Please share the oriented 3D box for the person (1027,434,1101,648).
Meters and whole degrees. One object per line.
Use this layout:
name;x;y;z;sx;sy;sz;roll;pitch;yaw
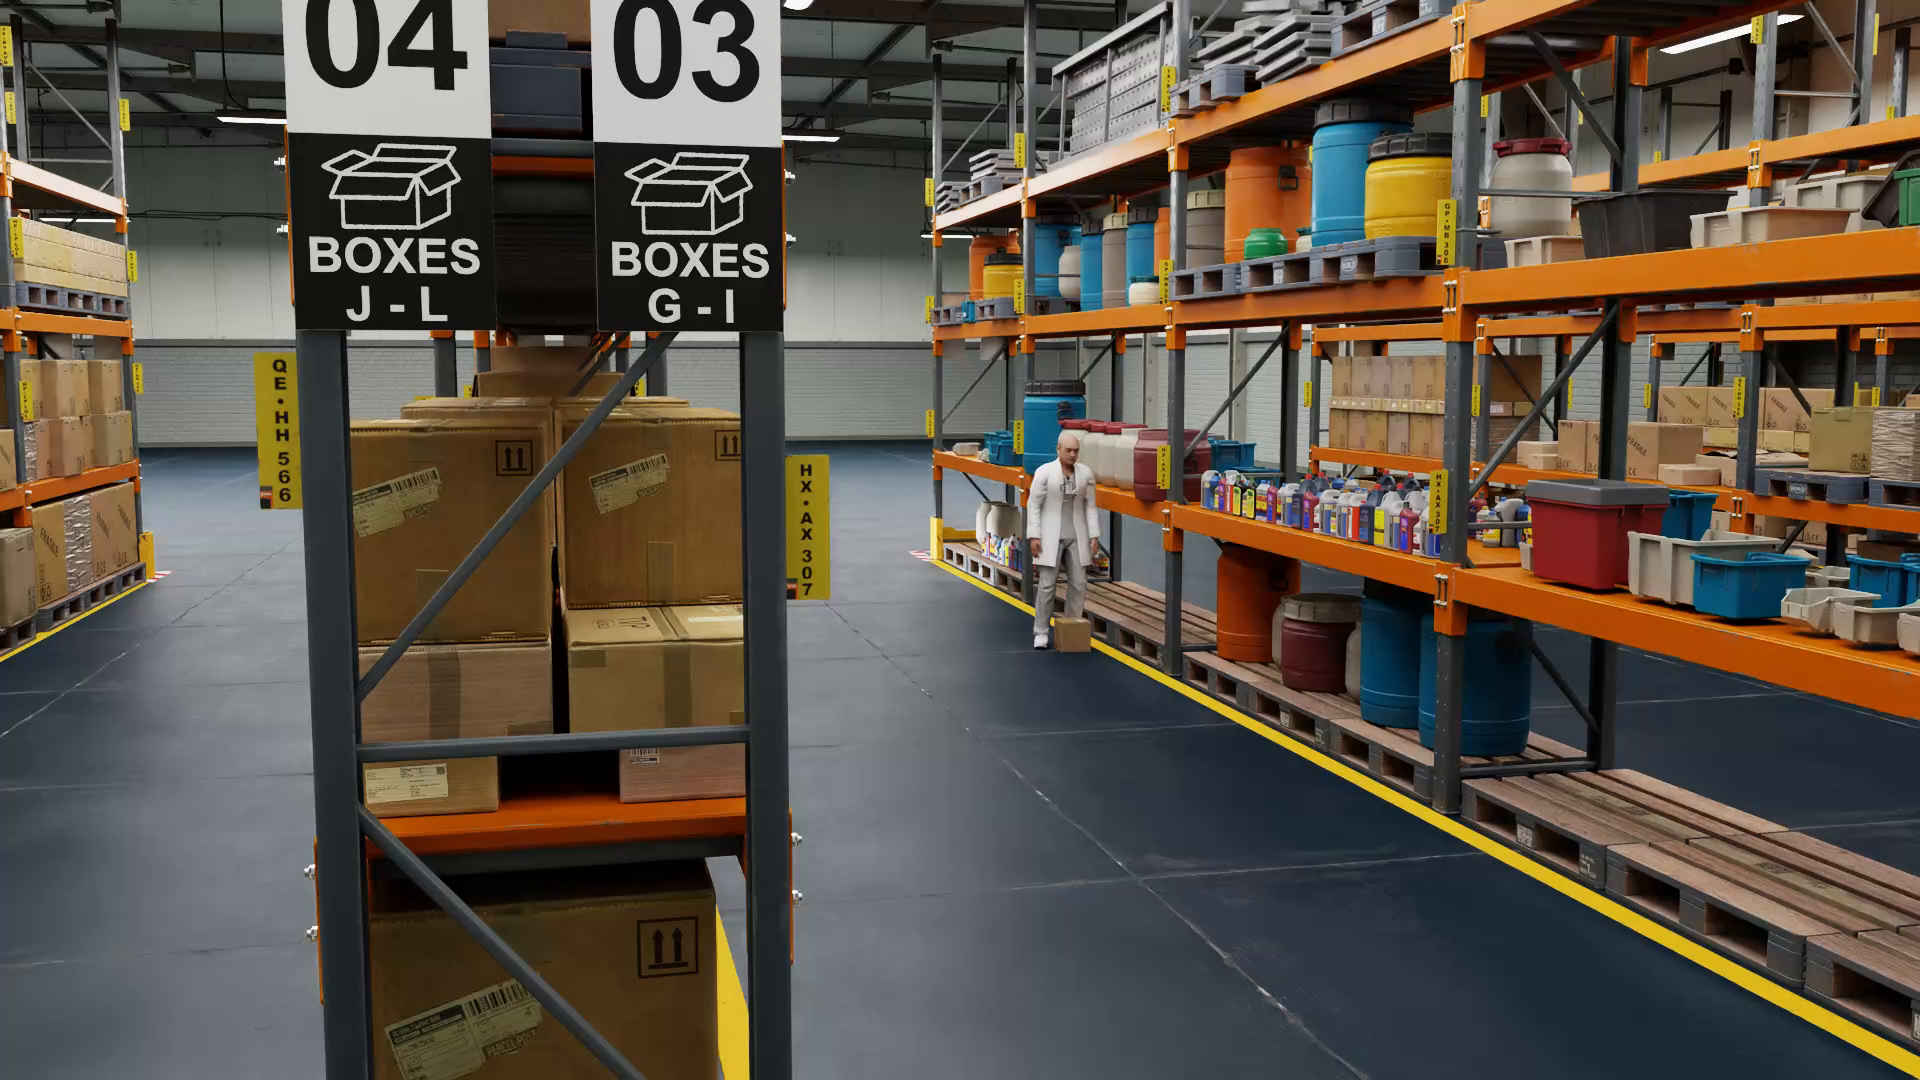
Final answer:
person;0.868;0.000;13.888;0.652;1.774;0.416;-2;6;-15
